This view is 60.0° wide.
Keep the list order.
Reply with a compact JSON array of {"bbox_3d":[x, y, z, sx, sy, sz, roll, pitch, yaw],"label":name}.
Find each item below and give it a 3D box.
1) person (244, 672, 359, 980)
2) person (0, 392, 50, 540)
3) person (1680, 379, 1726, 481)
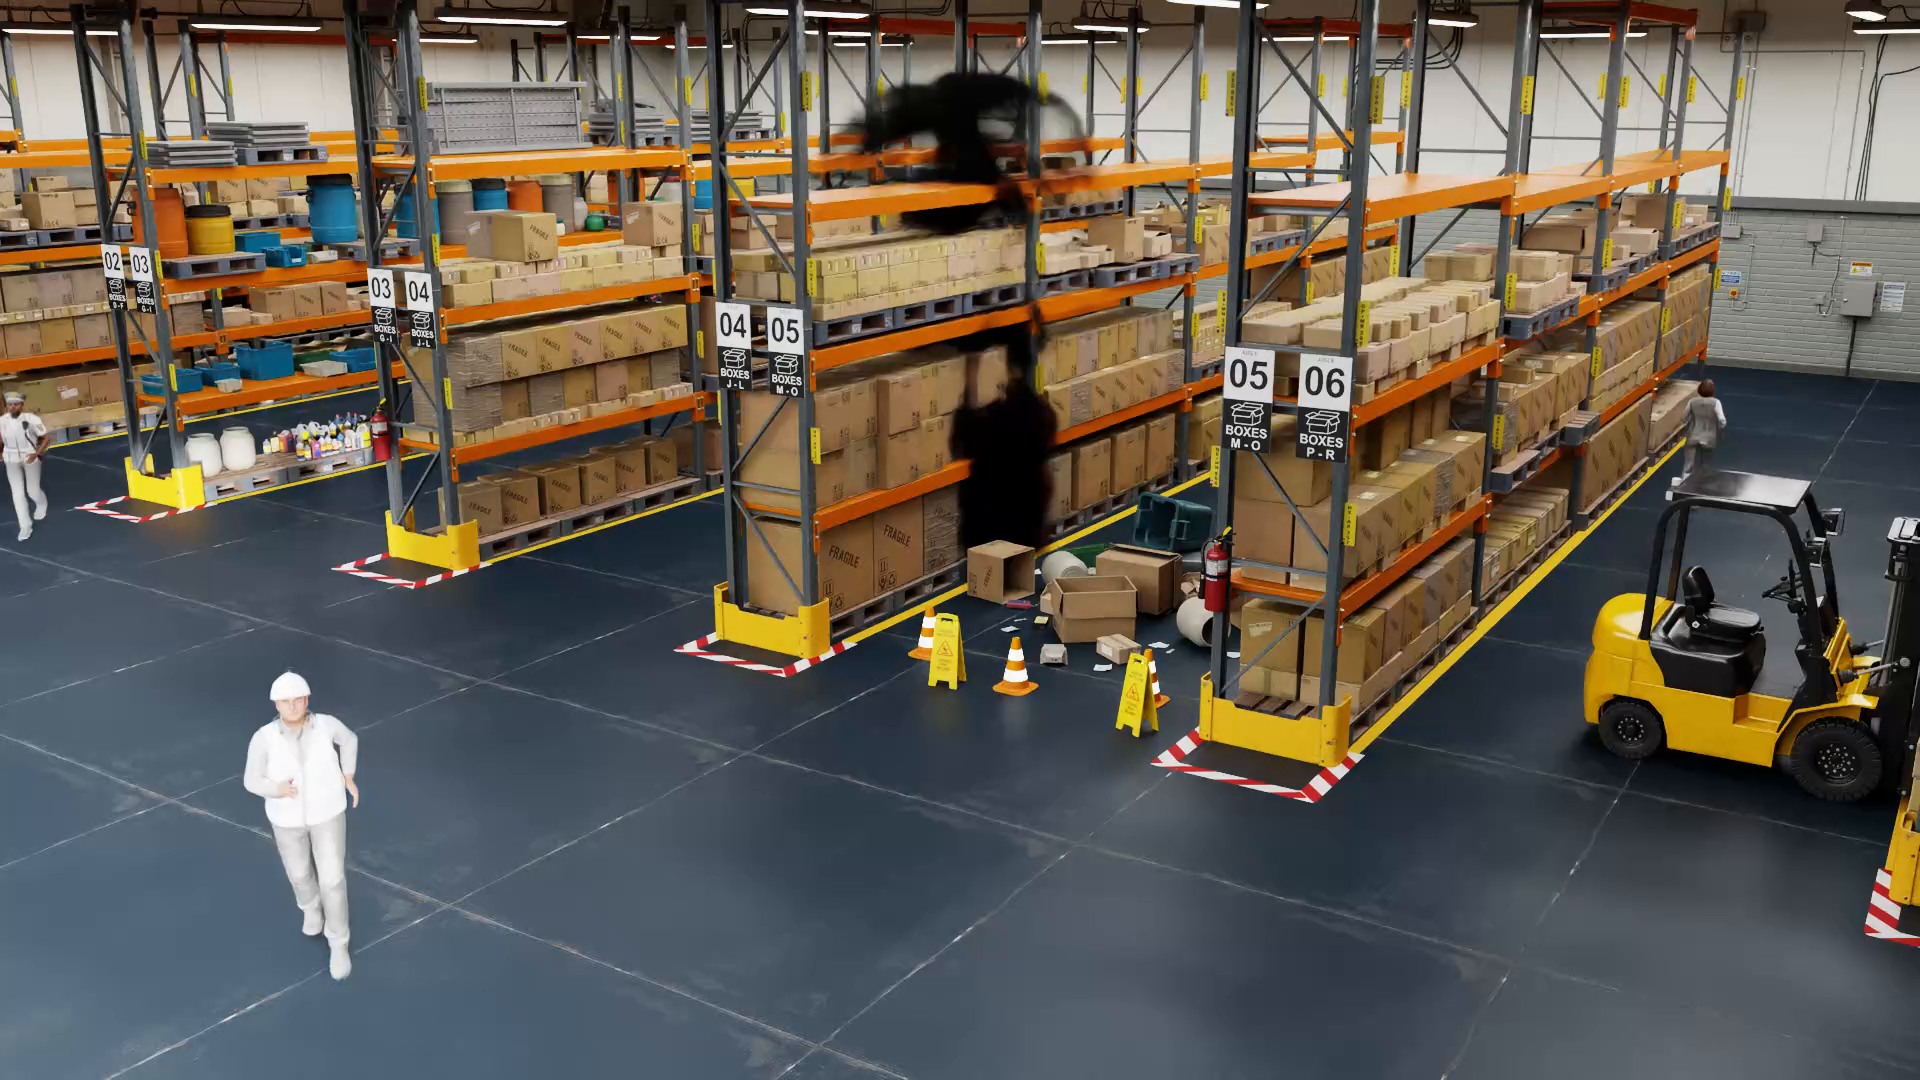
[{"bbox_3d":[-3.897,1.659,9.931,0.628,1.830,0.789,-5,16,-18],"label":"person"},{"bbox_3d":[-10.912,-0.916,19.391,0.600,1.686,0.864,-5,16,-18],"label":"person"},{"bbox_3d":[9.160,-1.215,20.557,0.542,1.578,0.886,9,18,29],"label":"person"}]
